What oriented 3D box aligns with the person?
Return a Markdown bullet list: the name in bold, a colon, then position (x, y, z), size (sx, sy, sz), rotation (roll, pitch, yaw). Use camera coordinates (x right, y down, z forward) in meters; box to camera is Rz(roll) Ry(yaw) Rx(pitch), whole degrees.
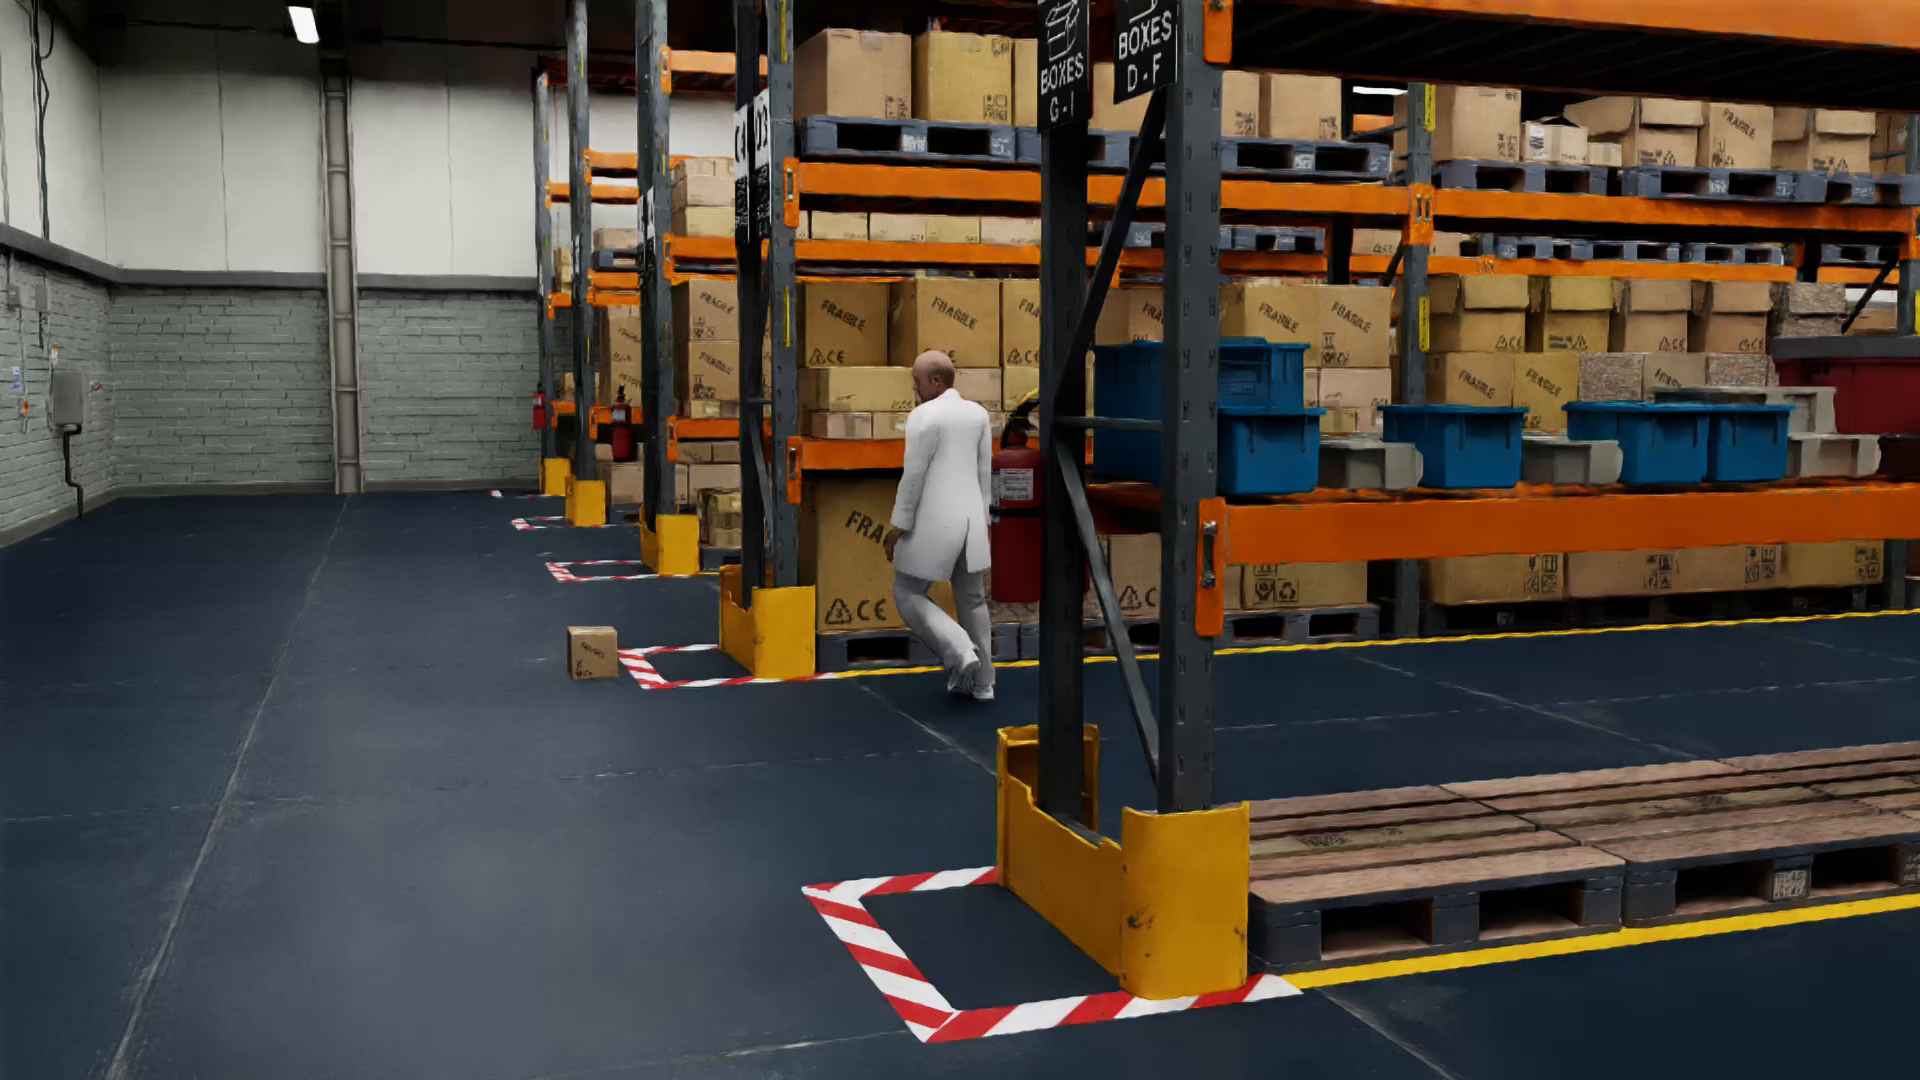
- **person**: position (-0.045, -0.060, 8.281), size (0.640, 1.761, 0.555), rotation (-5, 8, -43)
